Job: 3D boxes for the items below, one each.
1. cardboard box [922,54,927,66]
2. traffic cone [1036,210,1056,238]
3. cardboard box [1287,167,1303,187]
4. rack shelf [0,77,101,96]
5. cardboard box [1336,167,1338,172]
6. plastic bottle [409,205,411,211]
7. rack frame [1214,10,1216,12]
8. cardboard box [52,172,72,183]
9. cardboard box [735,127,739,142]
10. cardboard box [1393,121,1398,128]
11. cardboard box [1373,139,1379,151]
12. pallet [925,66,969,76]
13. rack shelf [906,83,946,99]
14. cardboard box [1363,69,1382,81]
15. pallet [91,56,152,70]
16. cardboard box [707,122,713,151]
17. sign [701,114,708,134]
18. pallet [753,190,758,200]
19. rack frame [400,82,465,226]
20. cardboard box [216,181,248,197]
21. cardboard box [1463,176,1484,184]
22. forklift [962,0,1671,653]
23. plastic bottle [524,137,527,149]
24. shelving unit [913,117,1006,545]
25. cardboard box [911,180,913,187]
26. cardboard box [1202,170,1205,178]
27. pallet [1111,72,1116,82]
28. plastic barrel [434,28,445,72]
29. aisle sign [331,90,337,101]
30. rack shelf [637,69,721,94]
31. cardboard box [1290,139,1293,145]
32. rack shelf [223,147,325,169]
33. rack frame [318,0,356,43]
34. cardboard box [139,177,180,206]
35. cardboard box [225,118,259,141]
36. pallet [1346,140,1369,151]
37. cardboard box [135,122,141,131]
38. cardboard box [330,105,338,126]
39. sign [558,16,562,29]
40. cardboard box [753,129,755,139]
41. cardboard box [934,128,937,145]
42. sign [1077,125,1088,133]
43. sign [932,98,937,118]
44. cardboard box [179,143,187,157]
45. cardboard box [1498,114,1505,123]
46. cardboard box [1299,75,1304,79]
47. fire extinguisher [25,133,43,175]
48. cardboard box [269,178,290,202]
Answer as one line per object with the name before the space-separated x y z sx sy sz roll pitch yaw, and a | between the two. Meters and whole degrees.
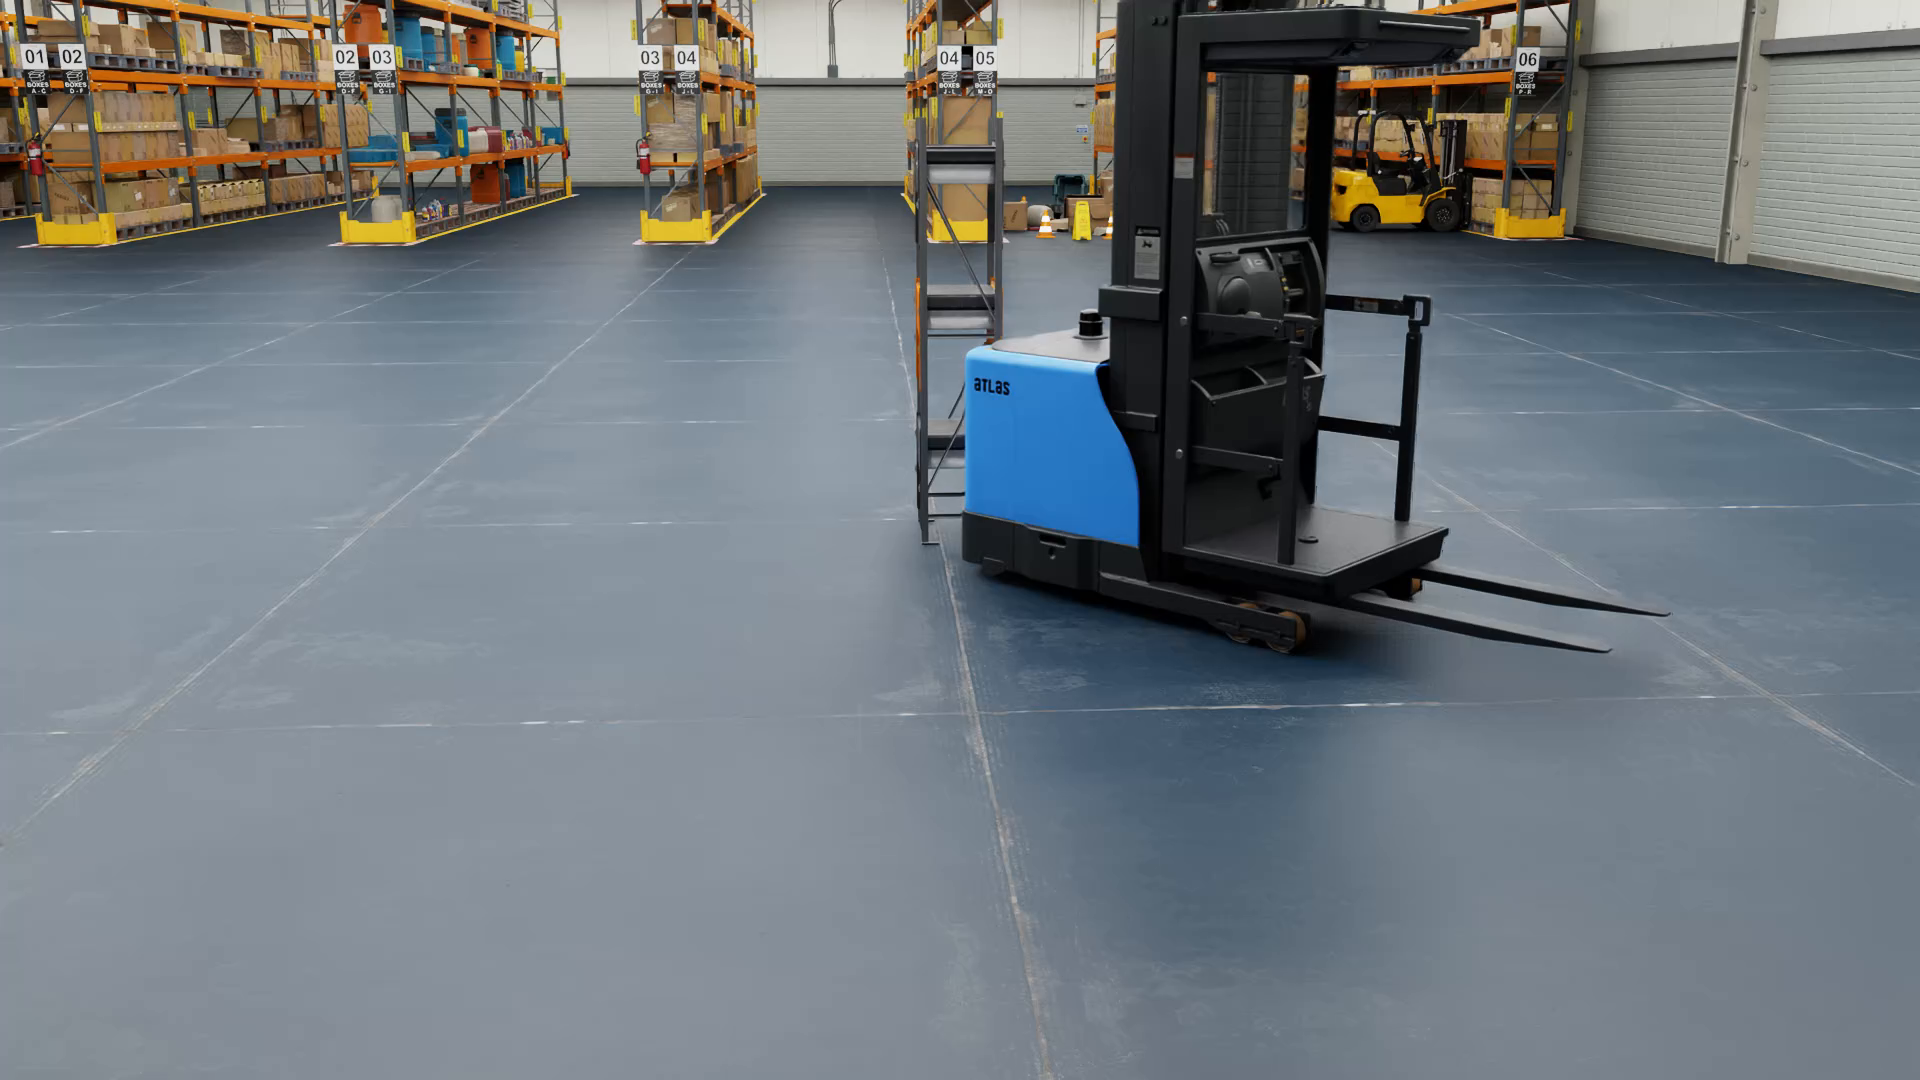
cardboard box | -0.521 -9.927 34.328 0.500 0.250 0.500 0 14 -2
traffic cone | 1.503 -5.539 29.127 0.336 0.463 0.334 -1 14 -3
cardboard box | 8.959 -9.613 44.036 0.797 0.503 0.637 -1 15 -6
rack shelf | -20.289 -9.924 36.503 1.077 0.370 4.000 -1 14 -3
cardboard box | 9.172 -8.792 39.549 0.380 0.149 0.250 -1 14 -4
plastic bottle | -10.264 -6.131 30.929 0.097 0.271 0.097 0 14 0
rack frame | 4.805 -10.616 31.726 1.000 3.000 0.127 -1 14 -3
cardboard box | -20.128 -7.888 36.635 0.750 0.750 0.750 -1 14 -4
cardboard box | -5.092 -8.726 36.219 0.500 0.500 0.500 0 14 -2
cardboard box | 9.327 -8.741 34.976 0.380 0.149 0.250 -1 14 -2
cardboard box | 9.295 -8.596 36.217 0.500 0.250 0.500 -1 14 -3
pallet | -0.235 -9.196 32.612 0.805 0.209 1.217 -1 15 -6
rack shelf | -0.749 -11.200 41.461 1.077 0.370 4.000 -1 14 -3
cardboard box | 9.237 -10.287 36.768 0.500 0.250 0.500 -1 14 -5
pallet | -14.822 -8.301 28.926 1.003 0.211 1.213 -1 14 -3
cardboard box | -4.993 -7.389 30.428 0.875 0.500 0.500 -1 14 -3
sign | -4.297 -6.990 27.938 0.100 0.325 0.005 -1 14 -3
pallet | -5.629 -8.691 41.881 1.003 0.211 1.213 -1 14 -3
rack frame | -10.030 -7.481 31.582 1.000 3.000 0.127 -1 14 -3
cardboard box | -14.876 -7.162 33.894 0.500 0.311 0.500 -1 14 -4
cardboard box | 9.564 -6.637 30.971 0.500 0.250 0.500 -1 14 -5
forklift | 1.444 -1.110 6.957 3.031 2.935 1.130 13 19 40
plastic bottle | -10.156 -9.227 38.615 0.152 0.276 0.135 -1 14 -3
shelving unit | -0.010 -1.058 8.425 0.431 2.100 0.503 -1 14 -3
cardboard box | -0.991 -8.706 40.624 0.380 0.149 0.250 -2 15 -6
cardboard box | 4.626 -6.678 30.331 0.380 0.149 0.250 0 14 -1
pallet | 4.269 -11.313 40.635 1.003 0.211 1.213 -1 14 -3
plastic barrel | -10.318 -9.462 32.256 0.600 0.901 0.600 0 14 0
aisle sign | -16.014 -11.661 42.612 0.394 0.787 0.004 -1 14 -3
rack shelf | -4.962 -8.164 29.662 1.077 0.370 4.000 -1 14 -3
cardboard box | 8.829 -10.374 43.328 0.380 0.149 0.250 0 14 -2
rack shelf | -15.345 -8.549 37.178 1.077 0.370 4.000 -1 14 -3
rack frame | -15.717 -13.295 42.140 1.000 3.000 0.127 -1 14 -3
cardboard box | -14.707 -6.404 30.566 0.500 0.500 0.500 -1 14 -3
cardboard box | -15.373 -8.807 35.692 0.700 0.500 0.500 -6 16 -22
pallet | 9.399 -8.857 37.316 1.213 0.211 1.003 -1 14 -3
cardboard box | -14.630 -7.256 29.207 0.380 0.149 0.250 -1 14 -3
cardboard box | -15.250 -10.177 39.855 0.500 0.500 0.500 -1 14 -5
sign | -10.225 -13.227 42.522 0.100 0.325 0.005 -1 14 -3
cardboard box | -5.504 -10.371 42.517 0.500 0.250 0.500 -1 14 -4
cardboard box | -0.006 -6.915 29.080 0.875 0.550 0.550 -1 14 -3
sign | 3.637 -12.242 49.544 0.327 0.218 0.001 -1 14 -3
sign | -0.424 -7.285 28.020 0.100 0.325 0.005 -1 14 -3
cardboard box | -15.048 -7.455 31.780 0.500 0.250 0.500 0 14 0
cardboard box | 9.728 -7.446 29.349 0.380 0.149 0.250 -1 14 -3
cardboard box | 8.896 -11.800 42.053 0.500 0.250 0.500 -1 14 -4
fire extinguisher | -15.182 -6.337 27.289 0.296 0.674 0.183 -1 14 -3
cardboard box | -15.003 -7.650 36.374 0.500 0.500 0.500 -1 14 -5
